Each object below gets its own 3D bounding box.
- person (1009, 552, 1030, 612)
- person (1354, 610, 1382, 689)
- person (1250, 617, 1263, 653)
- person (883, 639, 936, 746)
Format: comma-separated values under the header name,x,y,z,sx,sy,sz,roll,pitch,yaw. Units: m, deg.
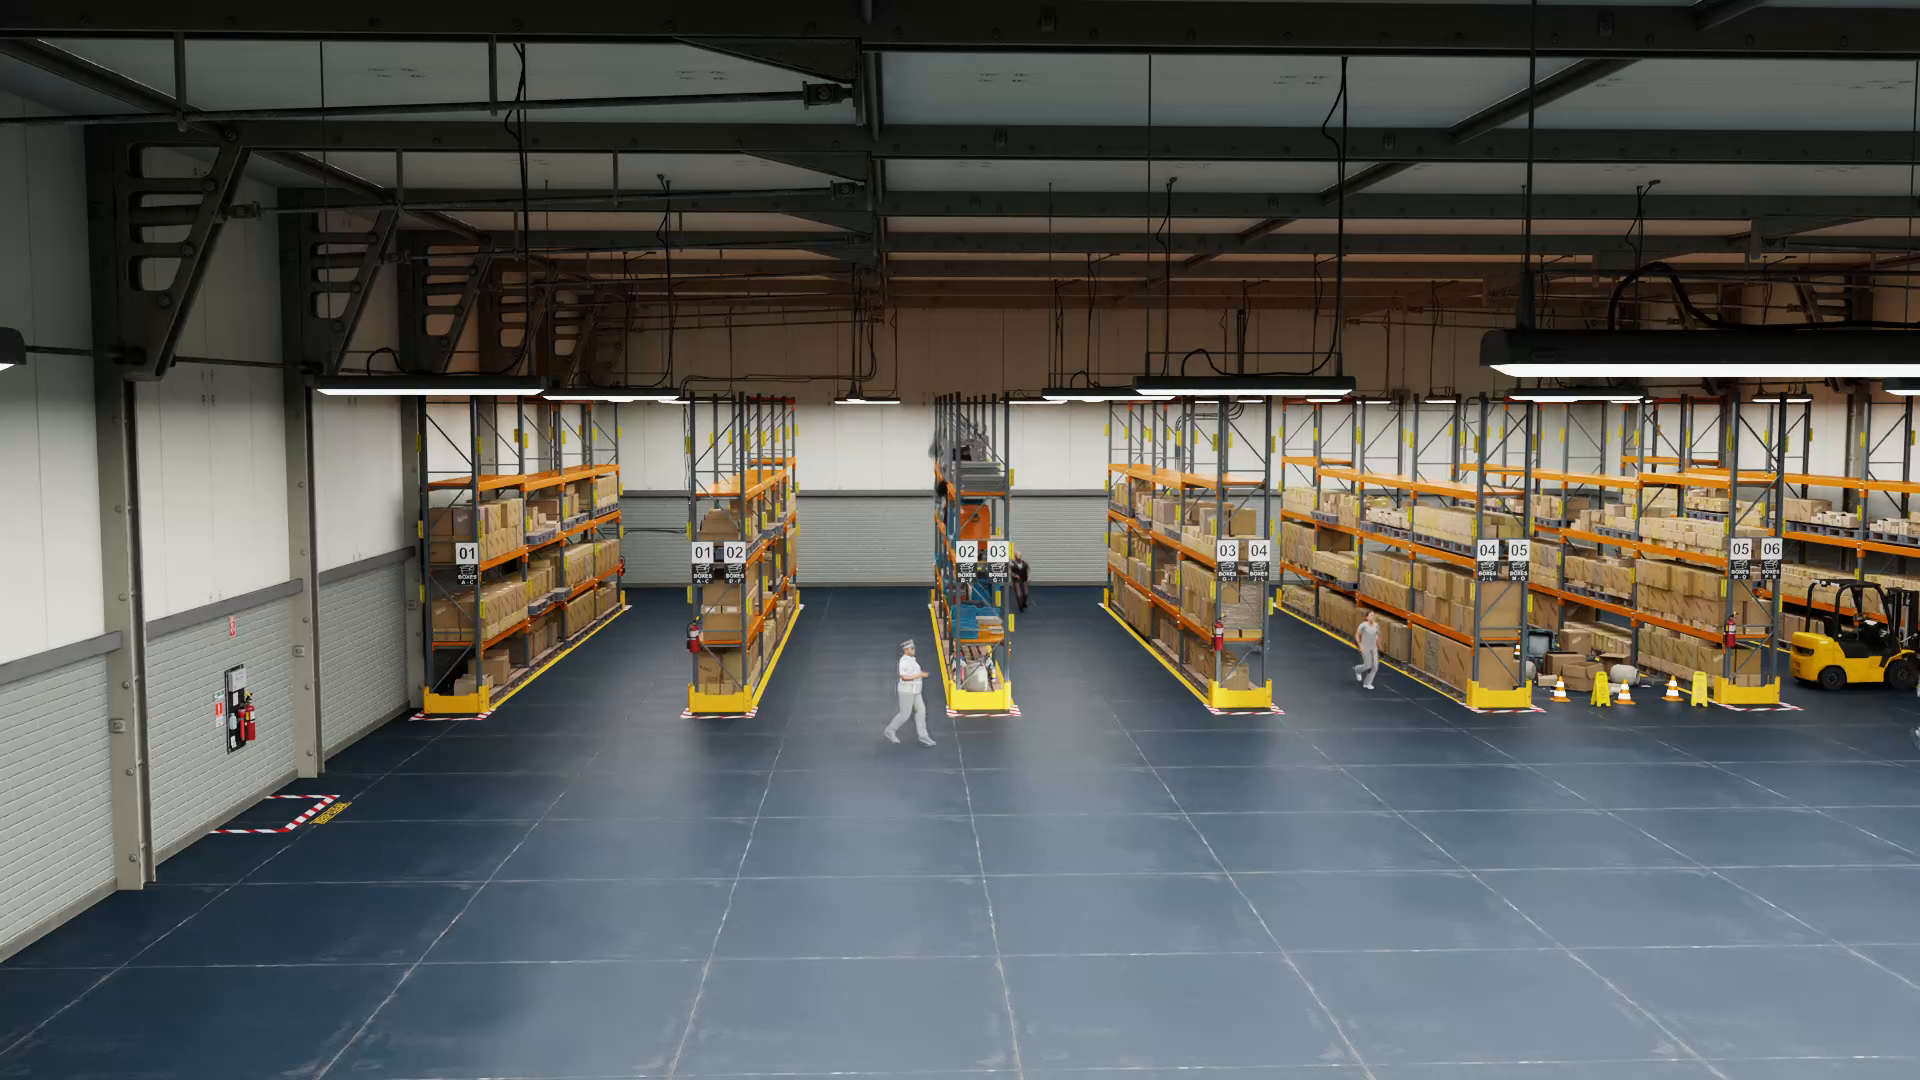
name,x,y,z,sx,sy,sz,roll,pitch,yaw
person,1.665,1.169,46.336,0.691,1.678,0.516,-1,5,-13
person,8.299,2.213,33.845,0.552,1.618,0.599,-1,5,-15
person,6.937,1.807,38.689,0.587,1.660,0.610,-1,5,-7
person,-0.850,2.573,28.034,0.898,1.799,0.653,1,5,17
